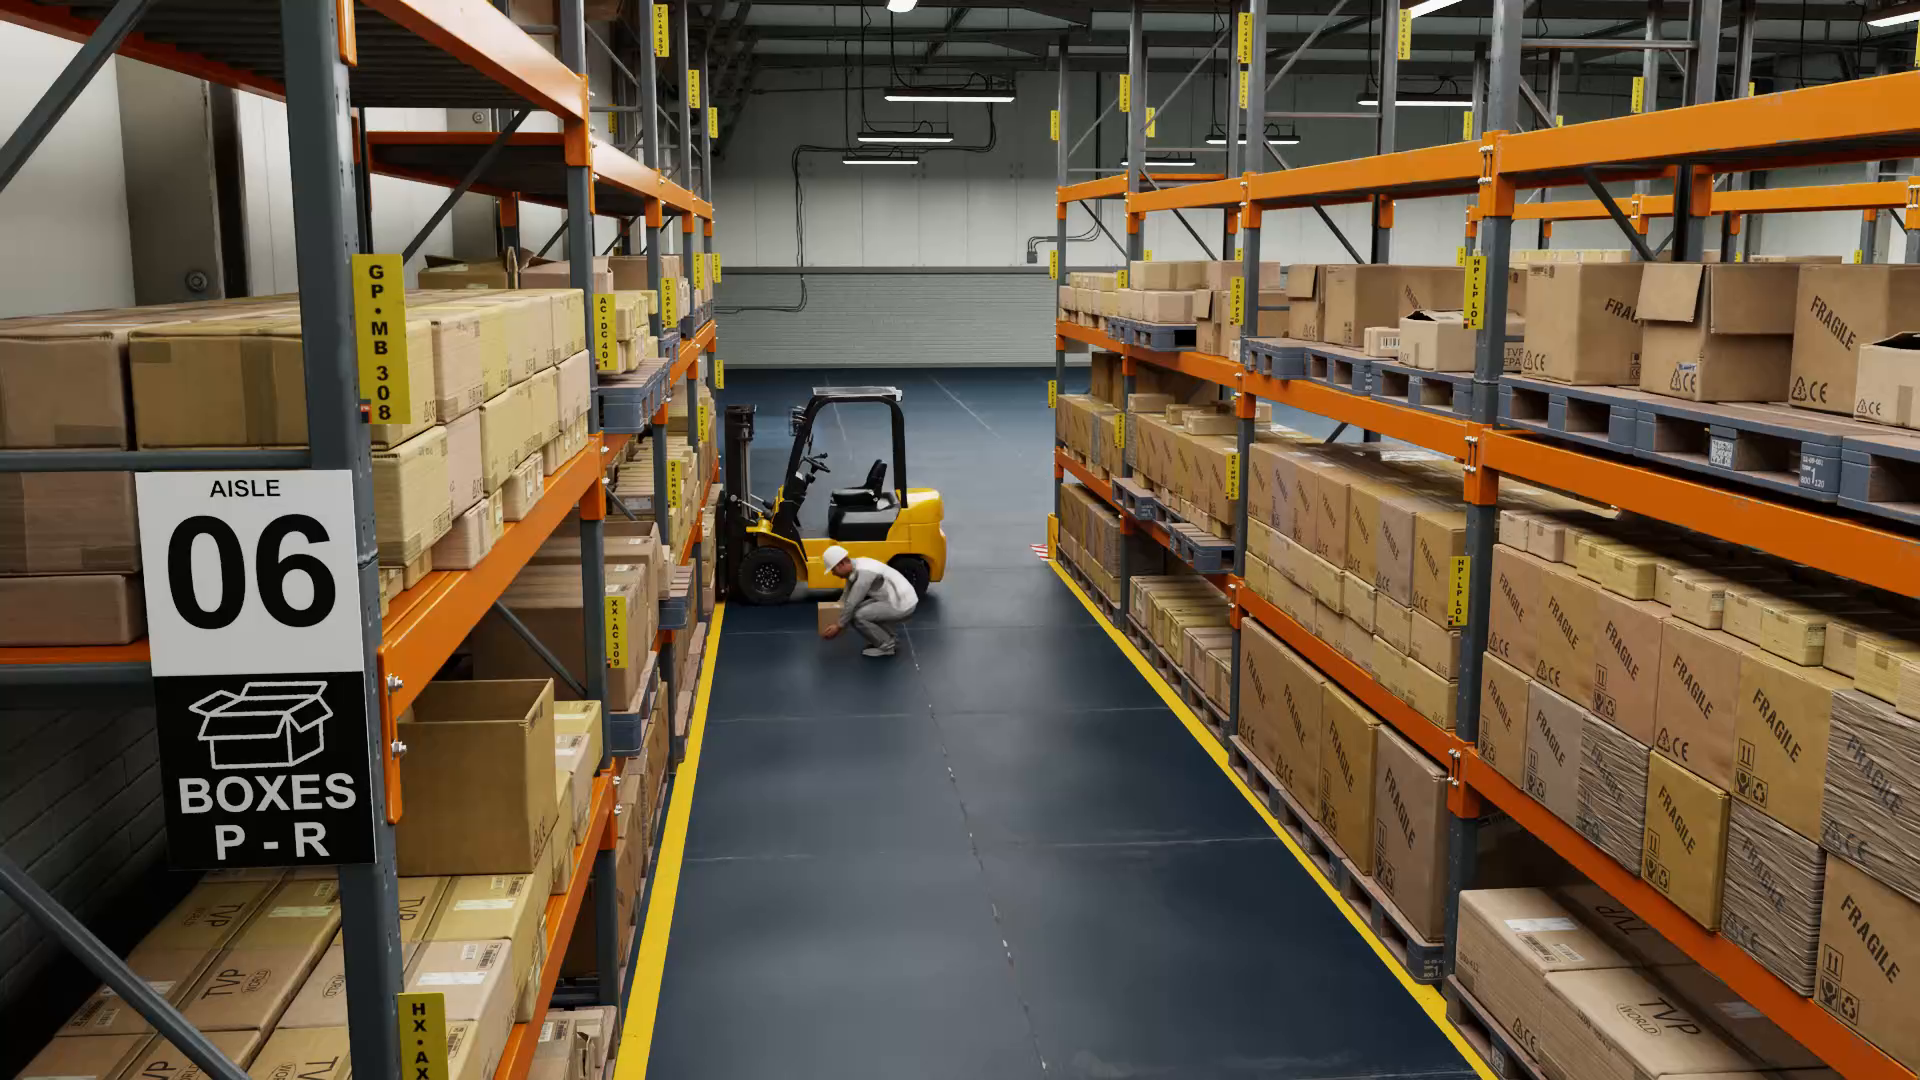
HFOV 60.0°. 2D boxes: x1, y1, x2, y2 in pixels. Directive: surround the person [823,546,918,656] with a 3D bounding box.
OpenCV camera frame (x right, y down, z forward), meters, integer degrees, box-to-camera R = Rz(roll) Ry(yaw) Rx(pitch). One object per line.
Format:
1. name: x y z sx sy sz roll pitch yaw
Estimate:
1. person: -0.814 0.534 15.010 0.867 1.009 0.541 -1 10 -6
